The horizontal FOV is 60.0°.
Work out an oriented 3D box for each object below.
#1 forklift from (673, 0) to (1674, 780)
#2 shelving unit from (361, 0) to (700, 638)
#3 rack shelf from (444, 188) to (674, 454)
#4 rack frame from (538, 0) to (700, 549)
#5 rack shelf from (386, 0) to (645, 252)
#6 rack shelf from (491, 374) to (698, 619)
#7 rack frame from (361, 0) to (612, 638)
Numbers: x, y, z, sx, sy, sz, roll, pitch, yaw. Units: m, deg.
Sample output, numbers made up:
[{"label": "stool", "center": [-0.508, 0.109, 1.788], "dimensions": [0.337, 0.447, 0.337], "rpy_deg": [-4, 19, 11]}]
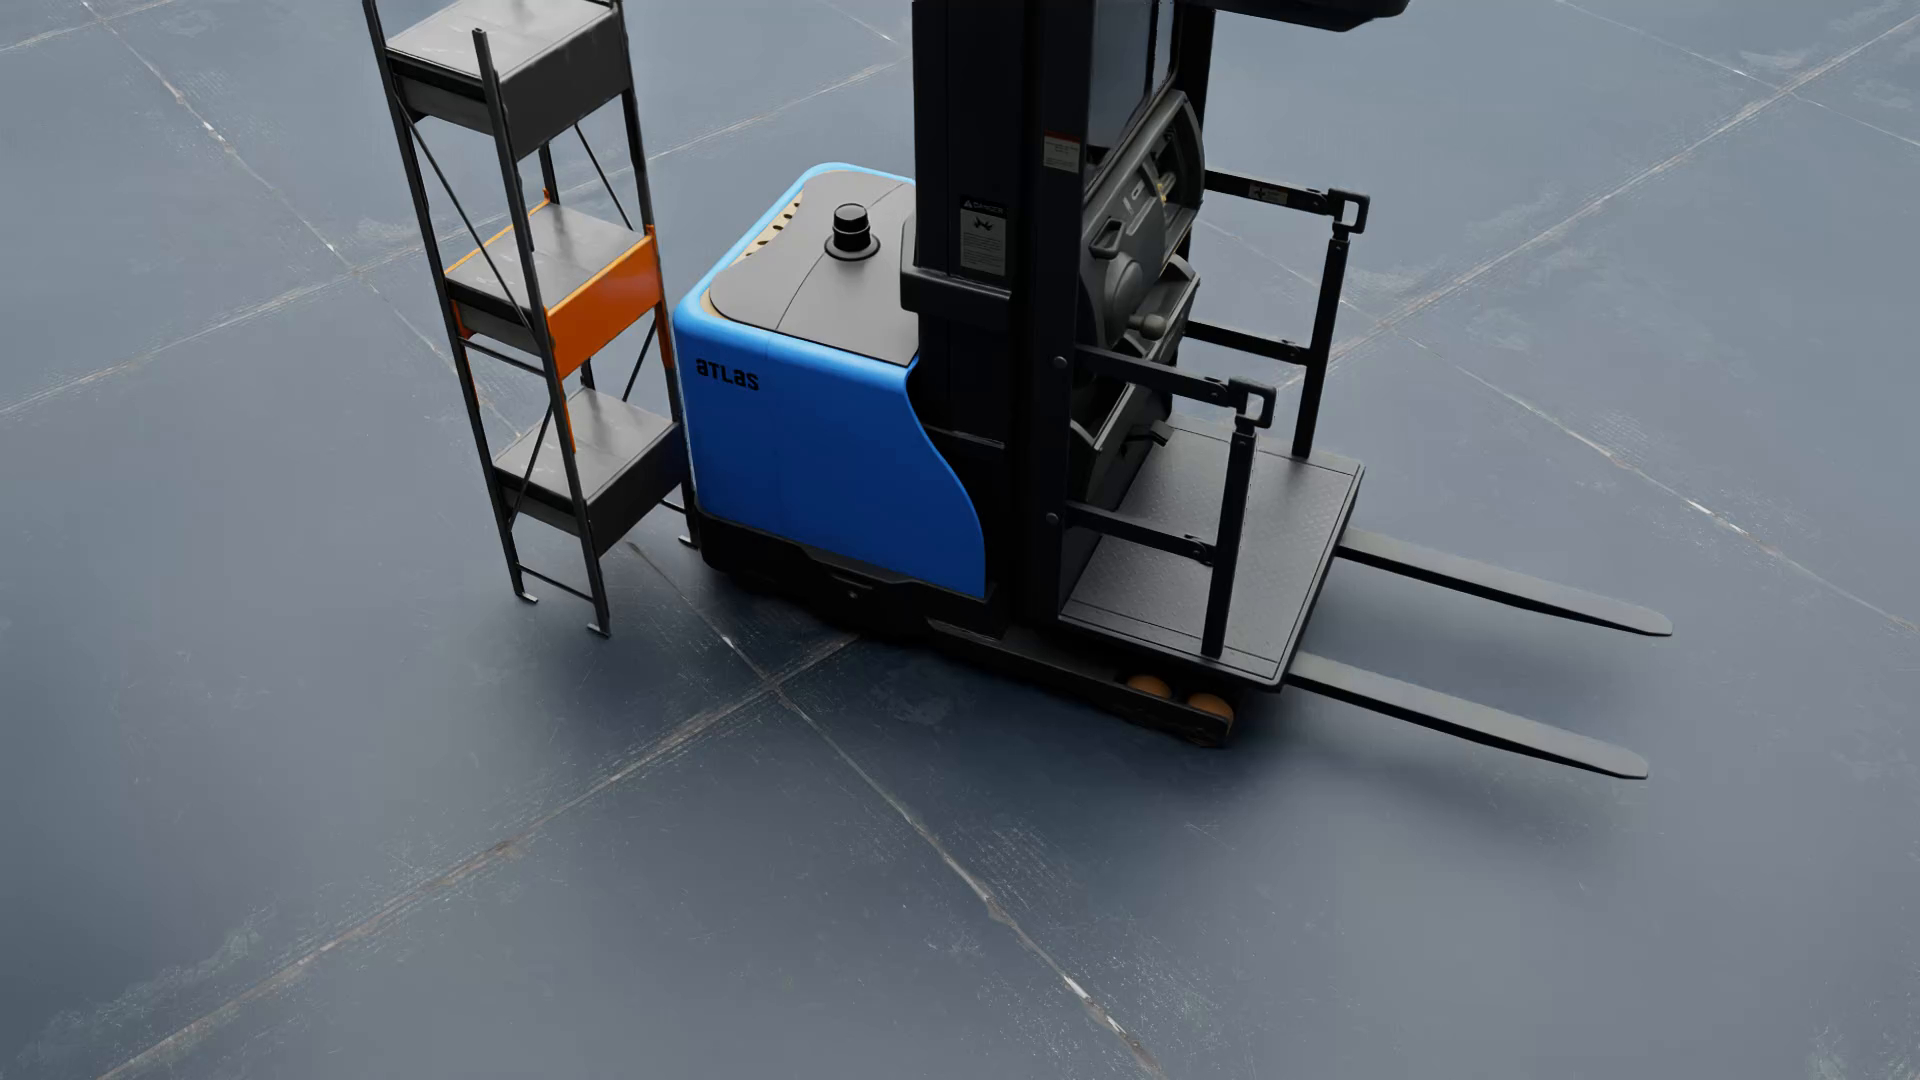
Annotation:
[{"label": "forklift", "center": [0.692, -0.856, 4.521], "dimensions": [3.031, 2.935, 1.130], "rpy_deg": [17, 46, 17]}, {"label": "shelving unit", "center": [-1.188, -0.664, 4.923], "dimensions": [0.431, 2.100, 0.503], "rpy_deg": [22, 47, 22]}, {"label": "rack shelf", "center": [-1.188, -0.654, 4.933], "dimensions": [0.431, 0.518, 0.480], "rpy_deg": [22, 47, 22]}, {"label": "rack frame", "center": [-1.065, -0.808, 5.077], "dimensions": [0.400, 2.100, 0.015], "rpy_deg": [22, 47, 22]}, {"label": "rack shelf", "center": [-1.188, -1.164, 4.454], "dimensions": [0.431, 0.518, 0.480], "rpy_deg": [22, 47, 22]}, {"label": "rack shelf", "center": [-1.188, -0.144, 5.412], "dimensions": [0.431, 0.518, 0.480], "rpy_deg": [22, 47, 22]}, {"label": "rack frame", "center": [-1.311, -0.520, 4.770], "dimensions": [0.400, 2.100, 0.015], "rpy_deg": [22, 47, 22]}]
